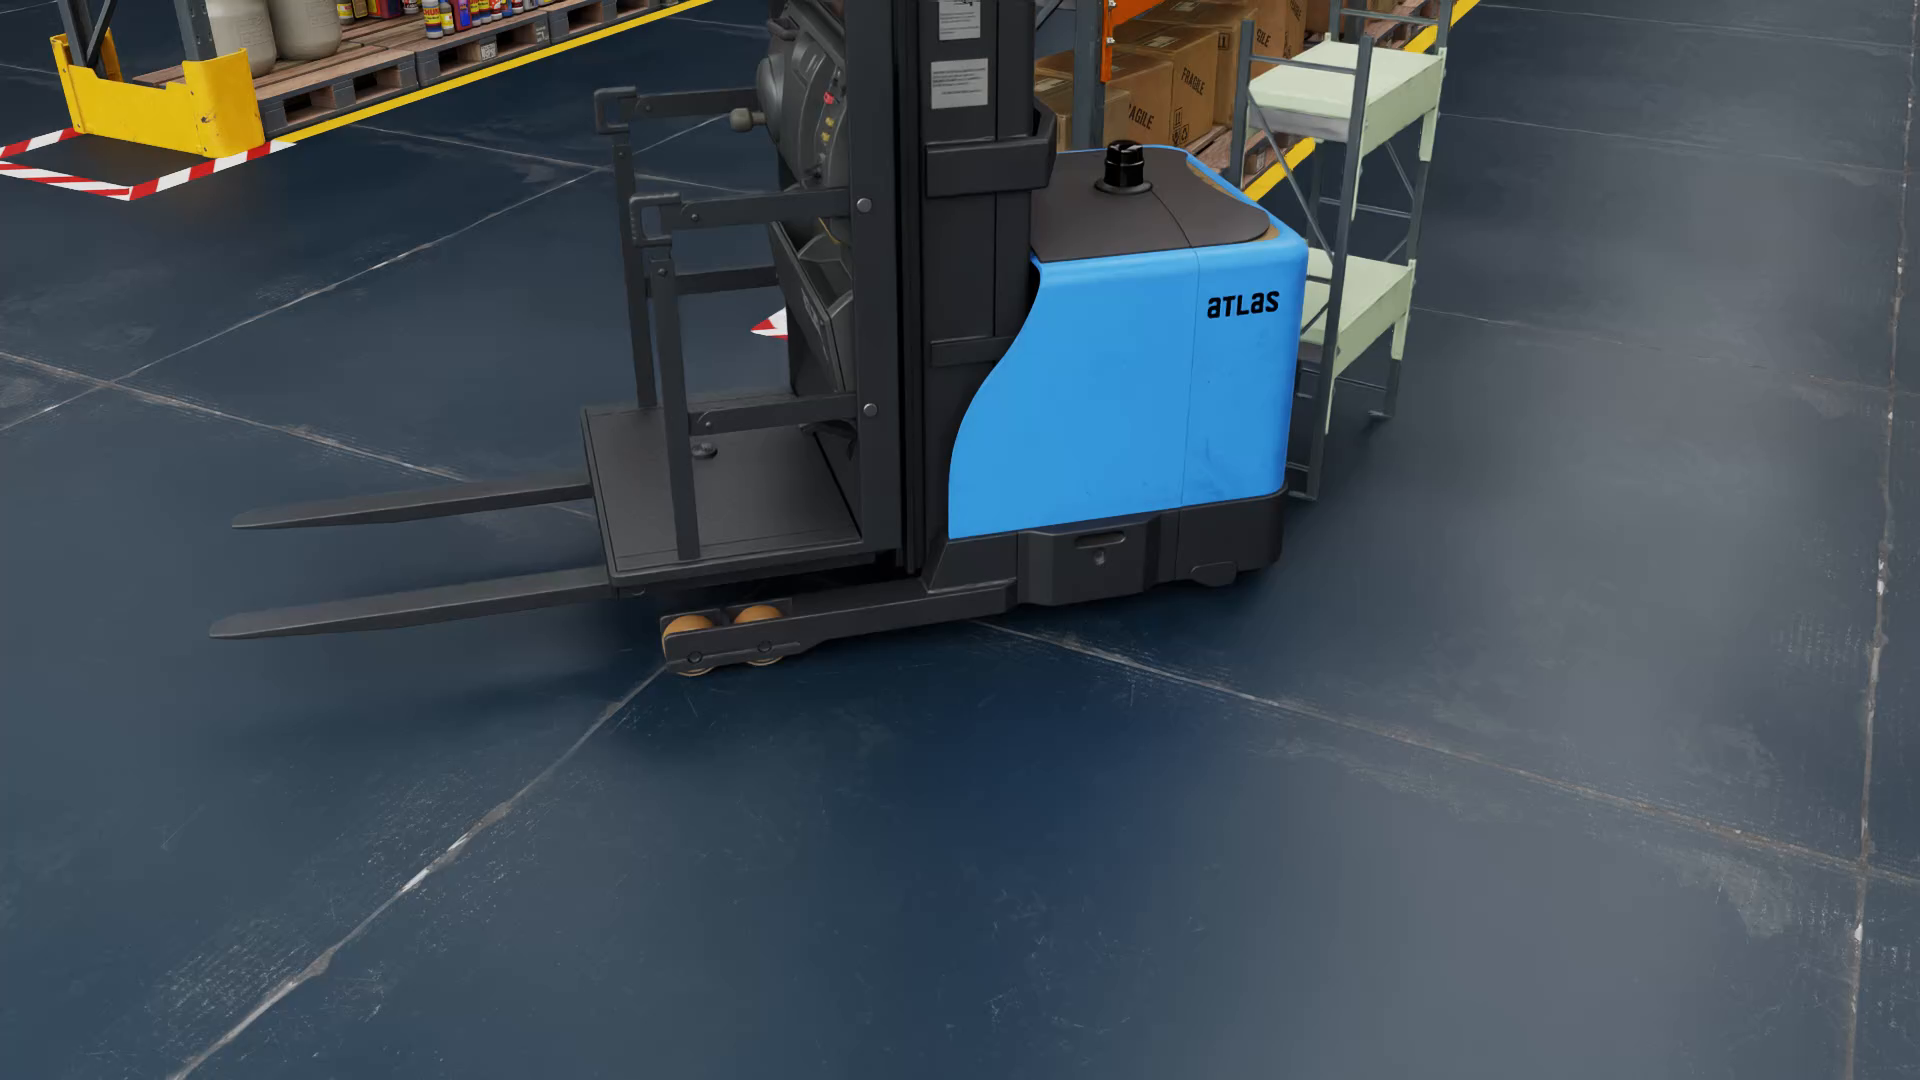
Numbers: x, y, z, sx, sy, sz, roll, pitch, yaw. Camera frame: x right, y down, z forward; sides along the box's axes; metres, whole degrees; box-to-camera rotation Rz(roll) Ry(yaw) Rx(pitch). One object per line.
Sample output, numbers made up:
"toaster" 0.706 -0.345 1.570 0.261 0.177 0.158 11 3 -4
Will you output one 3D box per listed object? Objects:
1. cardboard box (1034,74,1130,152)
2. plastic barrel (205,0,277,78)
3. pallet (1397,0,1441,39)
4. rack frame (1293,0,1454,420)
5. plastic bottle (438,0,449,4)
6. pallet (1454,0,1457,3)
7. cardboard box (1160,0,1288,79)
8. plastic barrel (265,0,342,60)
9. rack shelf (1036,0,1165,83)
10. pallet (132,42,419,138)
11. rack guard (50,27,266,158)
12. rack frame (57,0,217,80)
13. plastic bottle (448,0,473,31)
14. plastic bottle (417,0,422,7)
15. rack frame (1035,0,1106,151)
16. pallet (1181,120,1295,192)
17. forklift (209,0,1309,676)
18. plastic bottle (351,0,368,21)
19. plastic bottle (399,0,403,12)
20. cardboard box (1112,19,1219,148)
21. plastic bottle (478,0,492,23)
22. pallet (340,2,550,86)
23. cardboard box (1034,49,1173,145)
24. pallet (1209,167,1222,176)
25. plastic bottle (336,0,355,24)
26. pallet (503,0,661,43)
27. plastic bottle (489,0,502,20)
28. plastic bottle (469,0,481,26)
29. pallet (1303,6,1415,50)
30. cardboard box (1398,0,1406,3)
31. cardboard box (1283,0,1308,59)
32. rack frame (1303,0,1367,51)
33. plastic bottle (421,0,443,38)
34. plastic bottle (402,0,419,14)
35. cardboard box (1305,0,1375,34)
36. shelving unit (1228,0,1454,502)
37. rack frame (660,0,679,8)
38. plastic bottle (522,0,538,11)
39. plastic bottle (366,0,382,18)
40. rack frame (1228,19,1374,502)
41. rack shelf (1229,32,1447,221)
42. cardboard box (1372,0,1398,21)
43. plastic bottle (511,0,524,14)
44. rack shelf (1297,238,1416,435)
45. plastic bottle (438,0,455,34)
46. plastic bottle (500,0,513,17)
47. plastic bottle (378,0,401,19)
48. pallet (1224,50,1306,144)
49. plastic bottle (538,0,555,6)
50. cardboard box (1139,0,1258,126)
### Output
"cardboard box" 0.392 -1.709 7.303 0.500 0.500 0.500 21 36 32
"plastic barrel" -4.085 -2.874 9.319 0.421 0.512 0.421 0 30 0
"pallet" 2.823 -3.791 11.639 1.003 0.211 1.213 14 33 23
"rack frame" 1.396 -1.142 5.732 0.400 1.500 0.023 18 34 28
"plastic bottle" -3.368 -3.686 10.951 0.152 0.276 0.135 14 33 23
"pallet" 3.380 -4.329 12.577 1.003 0.211 1.213 14 33 23
"cardboard box" 1.443 -2.786 9.177 0.500 0.500 0.500 -26 39 -37
"plastic barrel" -3.856 -3.096 9.706 0.421 0.512 0.421 0 30 0
"rack shelf" 1.004 -2.913 8.033 1.077 0.370 4.000 14 33 23
"pallet" -3.949 -2.656 9.663 1.003 0.211 1.213 14 33 23
"rack guard" -4.324 -2.422 8.966 1.175 0.500 0.348 14 33 23
"rack frame" -4.317 -3.462 8.266 1.000 3.000 0.127 14 33 23
"plastic bottle" -3.094 -3.304 10.277 0.061 0.283 0.133 15 33 24
"plastic bottle" -3.596 -3.659 10.828 0.144 0.351 0.185 16 33 25
"rack frame" 0.093 -2.338 6.310 1.000 3.000 0.127 14 33 23
"pallet" 1.086 -2.054 8.614 1.003 0.211 1.213 14 33 23
"forklift" -0.603 -1.187 4.374 3.031 2.935 1.130 -8 31 -13
"plastic bottle" -3.833 -3.444 10.521 0.061 0.283 0.133 15 33 24
"plastic bottle" -3.668 -3.552 10.717 0.152 0.276 0.135 13 32 22
"cardboard box" 0.936 -2.255 8.254 0.500 0.500 0.500 18 34 28
"plastic bottle" -3.011 -3.399 10.454 0.097 0.271 0.097 0 30 0
"pallet" -3.392 -3.195 10.601 1.003 0.211 1.213 14 33 23
"cardboard box" 0.634 -1.982 7.778 0.500 0.500 0.500 24 38 36
"pallet" 0.529 -1.515 7.676 1.003 0.211 1.213 14 33 23
"plastic bottle" -3.870 -3.353 10.444 0.097 0.201 0.097 0 30 0
"pallet" -2.837 -3.738 11.547 1.003 0.211 1.213 14 33 23
"plastic bottle" -2.966 -3.412 10.548 0.097 0.201 0.097 0 30 0
"plastic bottle" -3.057 -3.354 10.377 0.097 0.271 0.097 0 30 0
"pallet" 2.268 -3.248 10.693 1.003 0.211 1.213 14 33 23
"cardboard box" 2.702 -3.941 11.169 0.700 0.500 0.500 11 32 19
"cardboard box" 1.697 -3.041 9.622 0.500 0.500 0.500 13 32 22
"rack frame" 1.915 -4.111 9.397 1.000 3.000 0.127 14 33 23
"plastic bottle" -3.213 -3.202 10.113 0.097 0.271 0.097 0 30 0
"plastic bottle" -3.548 -3.500 10.700 0.097 0.201 0.097 0 30 0
"cardboard box" 2.214 -3.486 10.376 0.700 0.500 0.500 12 32 20
"shelving unit" 1.201 -0.988 5.464 0.431 1.500 0.755 18 34 28
"rack frame" -2.494 -5.235 11.354 1.000 3.000 0.127 14 33 23
"plastic bottle" -2.843 -3.594 10.790 0.152 0.276 0.135 15 33 24
"plastic bottle" -3.731 -3.491 10.610 0.152 0.276 0.135 15 33 24
"rack frame" 1.005 -0.834 5.196 0.400 1.500 0.023 18 34 28
"rack shelf" 1.201 -1.326 5.270 0.431 0.370 0.720 18 34 28
"cardboard box" 2.448 -3.693 10.737 0.700 0.500 0.500 14 33 23
"plastic bottle" -2.873 -3.503 10.707 0.097 0.201 0.097 0 30 0
"rack shelf" 1.200 -0.706 5.627 0.431 0.370 0.720 18 34 28
"plastic bottle" -3.166 -3.218 10.210 0.097 0.201 0.097 0 30 0
"plastic bottle" -2.919 -3.489 10.611 0.097 0.271 0.097 0 30 0
"plastic bottle" -3.636 -3.470 10.566 0.061 0.283 0.133 14 33 23
"pallet" 1.640 -2.596 9.559 1.003 0.211 1.213 14 33 23
"plastic bottle" -2.766 -3.698 10.896 0.144 0.351 0.185 14 33 23
"cardboard box" 1.230 -2.493 8.667 0.500 0.500 0.500 11 32 19
